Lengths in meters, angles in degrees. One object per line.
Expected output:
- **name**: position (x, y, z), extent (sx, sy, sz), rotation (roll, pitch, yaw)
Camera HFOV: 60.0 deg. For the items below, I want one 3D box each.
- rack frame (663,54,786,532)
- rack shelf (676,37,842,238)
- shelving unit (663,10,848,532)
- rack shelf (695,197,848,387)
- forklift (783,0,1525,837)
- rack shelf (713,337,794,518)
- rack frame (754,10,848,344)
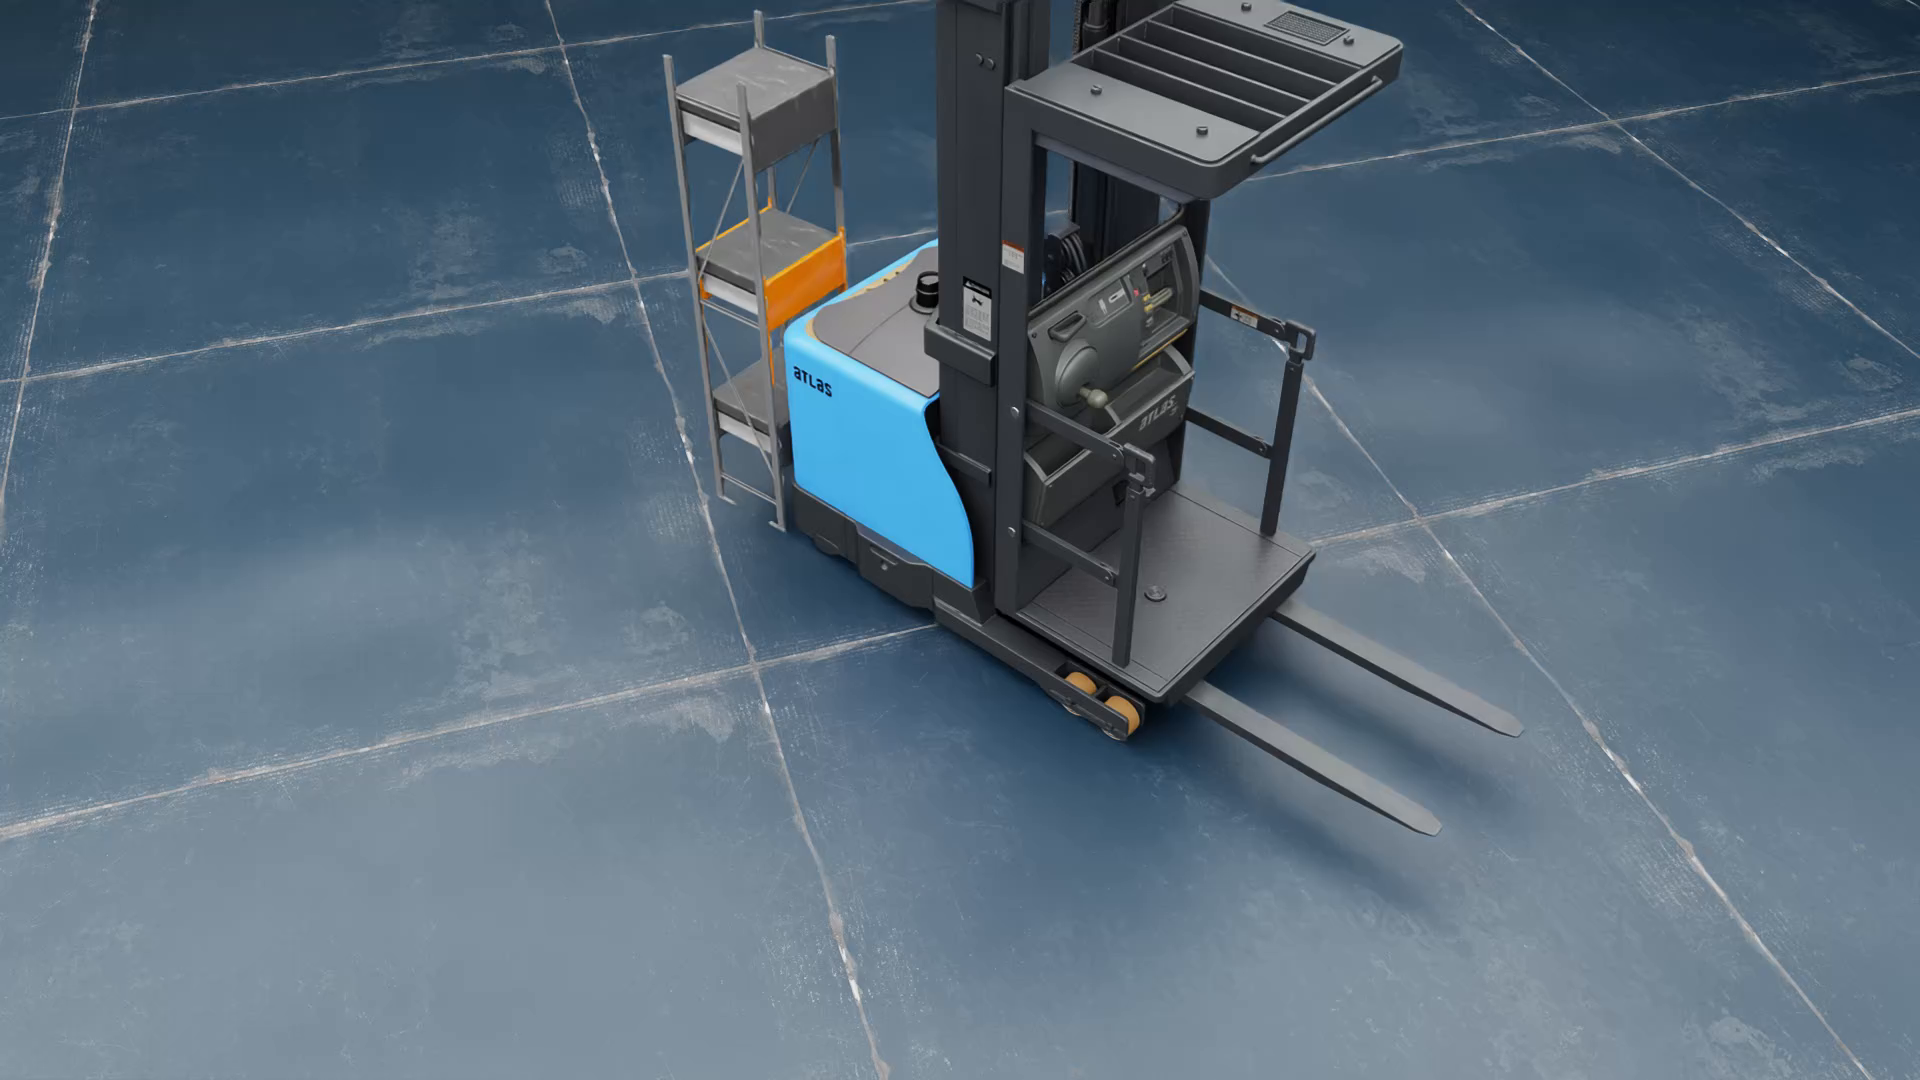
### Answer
- **rack frame**: position (-0.925, -0.907, 6.692), extent (0.400, 2.100, 0.015), rotation (27, 48, 27)
- **rack shelf**: position (-0.777, -1.552, 6.387), extent (0.431, 0.518, 0.480), rotation (27, 48, 27)
- **shelving unit**: position (-0.777, -1.035, 6.838), extent (0.431, 2.100, 0.503), rotation (27, 48, 27)
- **rack shelf**: position (-0.777, -1.024, 6.847), extent (0.431, 0.518, 0.480), rotation (27, 48, 27)
- **forklift**: position (0.722, -0.734, 5.862), extent (3.031, 2.935, 1.130), rotation (30, 49, 30)
- **rack shelf**: position (-0.777, -0.497, 7.308), extent (0.431, 0.518, 0.480), rotation (27, 48, 27)
- **rack frame**: position (-0.629, -1.162, 6.985), extent (0.400, 2.100, 0.015), rotation (27, 48, 27)
